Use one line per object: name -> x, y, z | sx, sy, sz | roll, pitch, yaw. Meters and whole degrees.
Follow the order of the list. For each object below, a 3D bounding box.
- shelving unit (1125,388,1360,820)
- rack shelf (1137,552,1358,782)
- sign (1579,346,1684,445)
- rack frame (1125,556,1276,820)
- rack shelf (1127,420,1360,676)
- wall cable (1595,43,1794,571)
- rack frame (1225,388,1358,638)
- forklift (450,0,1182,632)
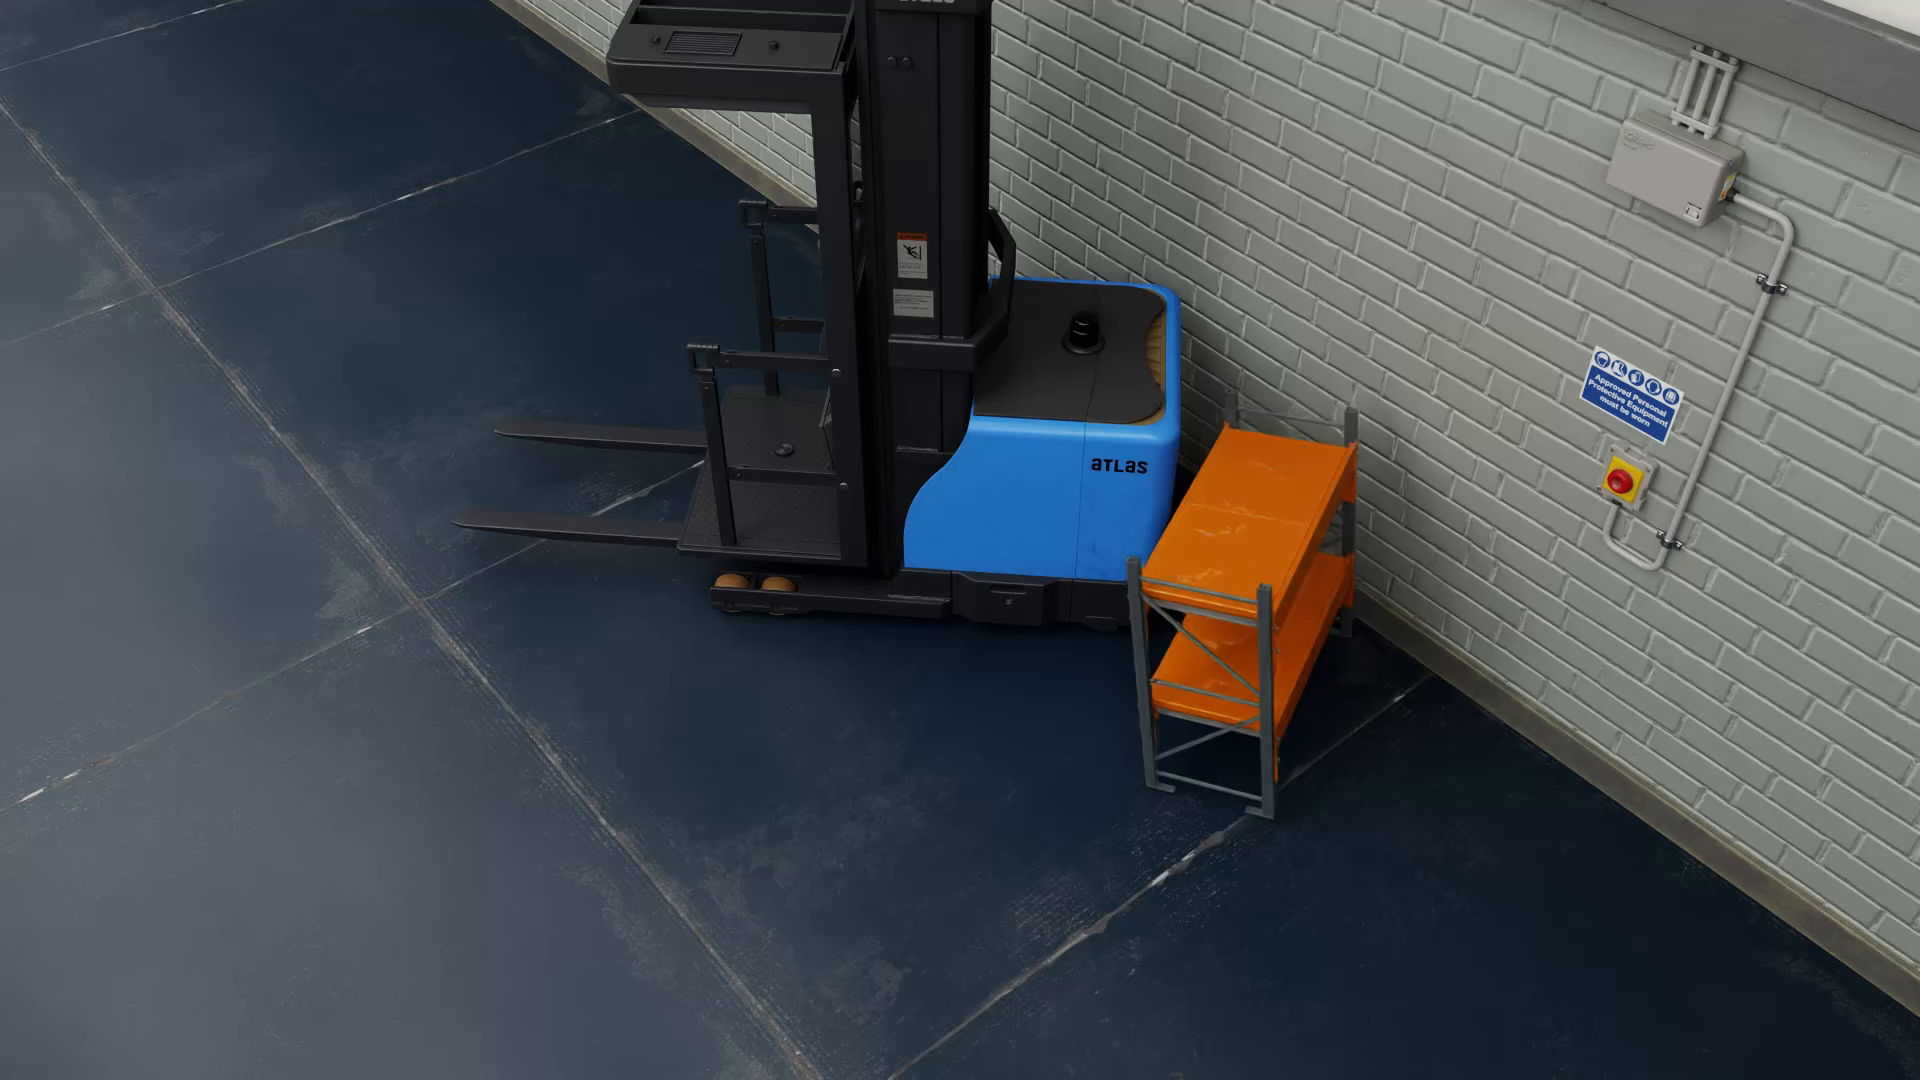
shelving unit -> 1.080, 0.226, 6.187 | 0.538, 1.125, 1.048 | 12, 44, 24
rack shelf -> 1.112, 0.413, 6.341 | 0.538, 0.278, 1.000 | 12, 44, 24
sign -> 2.183, -0.472, 5.418 | 0.001, 0.218, 0.327 | -30, 51, -28
rack frame -> 0.859, 0.539, 5.852 | 0.500, 1.125, 0.032 | 12, 44, 24
rack shelf -> 1.041, 0.002, 6.002 | 0.538, 0.278, 1.000 | 12, 44, 24
wall cable -> 2.167, -0.703, 5.096 | 0.123, 1.953, 0.585 | -30, 51, -28
rack frame -> 1.300, -0.087, 6.521 | 0.500, 1.125, 0.032 | 12, 44, 24
forklift -> -0.628, -1.110, 6.344 | 3.031, 2.935, 1.130 | 4, 43, 4
